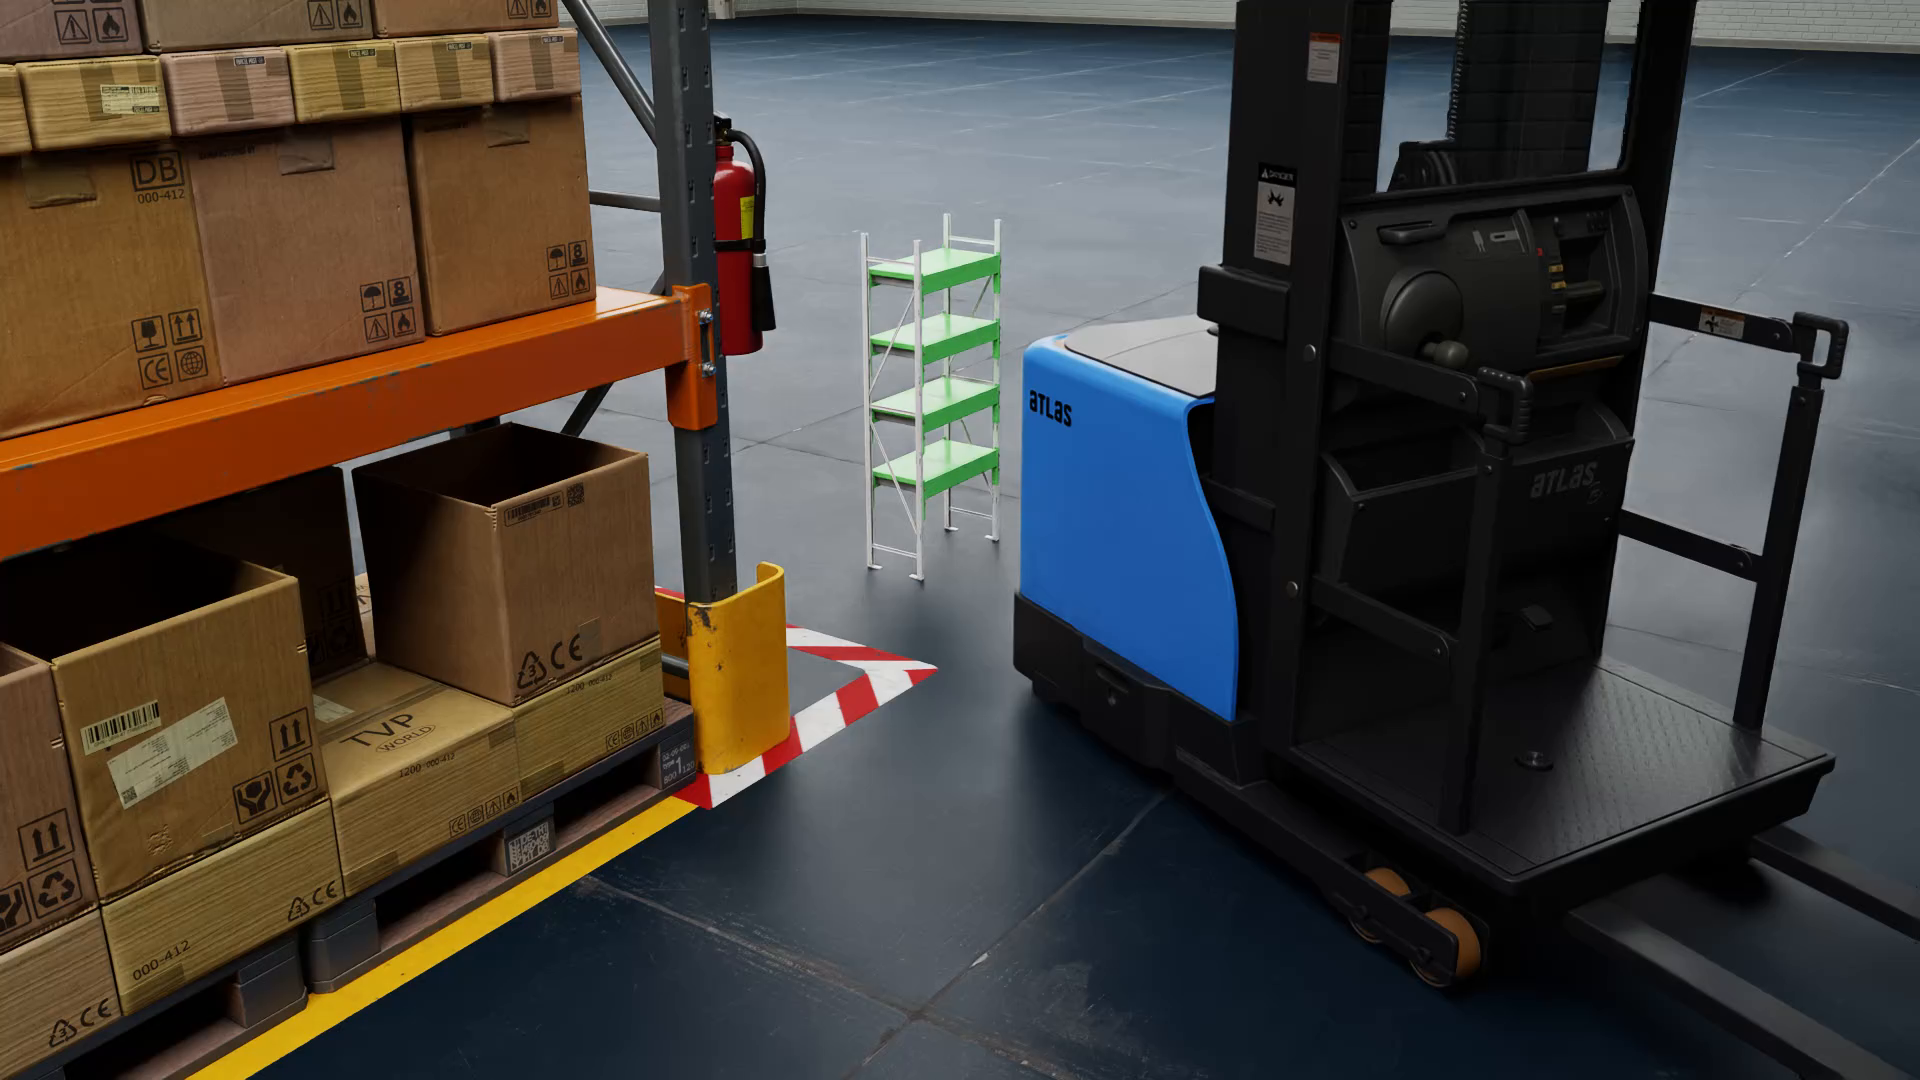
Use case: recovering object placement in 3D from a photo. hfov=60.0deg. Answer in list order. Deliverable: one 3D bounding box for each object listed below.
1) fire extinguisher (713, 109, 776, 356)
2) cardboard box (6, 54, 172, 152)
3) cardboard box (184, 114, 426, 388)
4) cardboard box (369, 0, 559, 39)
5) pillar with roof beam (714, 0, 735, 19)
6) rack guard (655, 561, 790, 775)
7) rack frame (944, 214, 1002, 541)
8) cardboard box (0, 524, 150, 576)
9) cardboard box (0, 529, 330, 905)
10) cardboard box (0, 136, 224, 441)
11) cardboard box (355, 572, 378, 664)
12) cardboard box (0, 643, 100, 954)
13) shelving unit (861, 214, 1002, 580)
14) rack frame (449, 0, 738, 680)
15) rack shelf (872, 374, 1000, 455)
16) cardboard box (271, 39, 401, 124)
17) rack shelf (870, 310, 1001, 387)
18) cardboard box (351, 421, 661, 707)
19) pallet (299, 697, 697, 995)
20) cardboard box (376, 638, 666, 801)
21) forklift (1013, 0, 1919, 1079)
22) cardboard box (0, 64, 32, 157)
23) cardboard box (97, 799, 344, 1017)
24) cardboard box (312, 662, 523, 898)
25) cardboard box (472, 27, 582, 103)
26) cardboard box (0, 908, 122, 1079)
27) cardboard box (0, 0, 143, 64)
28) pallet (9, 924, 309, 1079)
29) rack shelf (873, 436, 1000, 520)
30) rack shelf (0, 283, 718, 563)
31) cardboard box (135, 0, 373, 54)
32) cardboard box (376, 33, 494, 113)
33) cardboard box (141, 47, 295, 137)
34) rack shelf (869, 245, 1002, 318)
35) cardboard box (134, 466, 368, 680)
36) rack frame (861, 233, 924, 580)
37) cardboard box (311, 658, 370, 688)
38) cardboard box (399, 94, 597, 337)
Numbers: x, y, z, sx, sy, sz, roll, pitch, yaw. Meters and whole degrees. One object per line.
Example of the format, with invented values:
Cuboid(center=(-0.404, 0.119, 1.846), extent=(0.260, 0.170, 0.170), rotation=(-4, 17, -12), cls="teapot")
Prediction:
Cuboid(center=(-0.603, -0.821, 4.272), extent=(0.296, 0.674, 0.183), rotation=(13, 24, 32), cls="fire extinguisher")
Cuboid(center=(-1.691, -0.822, 3.085), extent=(0.380, 0.149, 0.250), rotation=(14, 25, 33), cls="cardboard box")
Cuboid(center=(-1.618, -0.678, 3.629), extent=(0.700, 0.500, 0.500), rotation=(14, 24, 33), cls="cardboard box")
Cuboid(center=(-1.357, -1.422, 3.772), extent=(0.700, 0.500, 0.500), rotation=(13, 24, 32), cls="cardboard box")
Cuboid(center=(-2.260, -16.304, 37.371), extent=(9.100, 9.000, 0.400), rotation=(13, 24, 32), cls="pillar with roof beam")
Cuboid(center=(-1.041, 0.252, 4.864), extent=(1.175, 0.500, 0.348), rotation=(13, 24, 32), cls="rack guard")
Cuboid(center=(0.044, -0.585, 6.118), extent=(0.240, 1.200, 0.015), rotation=(13, 24, 32), cls="rack frame")
Cuboid(center=(-2.089, 0.228, 3.603), extent=(0.500, 0.500, 0.500), rotation=(13, 24, 32), cls="cardboard box")
Cuboid(center=(-1.659, 0.329, 3.329), extent=(0.500, 0.500, 0.500), rotation=(13, 24, 32), cls="cardboard box")
Cuboid(center=(-1.902, -0.536, 3.247), extent=(0.700, 0.500, 0.500), rotation=(13, 24, 32), cls="cardboard box")
Cuboid(center=(-1.540, 0.289, 4.517), extent=(0.500, 0.250, 0.500), rotation=(13, 24, 32), cls="cardboard box")
Cuboid(center=(-1.942, 0.472, 2.942), extent=(0.500, 0.500, 0.500), rotation=(13, 24, 32), cls="cardboard box")
Cuboid(center=(-0.093, -0.515, 5.928), extent=(0.258, 1.200, 0.503), rotation=(13, 24, 32), cls="shelving unit")
Cuboid(center=(-1.054, -0.914, 4.411), extent=(1.000, 3.000, 0.127), rotation=(13, 24, 32), cls="rack frame")
Cuboid(center=(-0.093, -0.455, 5.951), extent=(0.258, 0.148, 0.480), rotation=(13, 24, 32), cls="rack shelf")
Cuboid(center=(-1.401, -0.969, 3.482), extent=(0.380, 0.149, 0.250), rotation=(13, 24, 31), cls="cardboard box")
Cuboid(center=(-0.093, -0.680, 5.867), extent=(0.258, 0.148, 0.480), rotation=(13, 24, 32), cls="rack shelf")
Cuboid(center=(-1.109, 0.039, 4.113), extent=(0.500, 0.500, 0.500), rotation=(13, 24, 32), cls="cardboard box")
Cuboid(center=(-1.449, 0.622, 4.280), extent=(1.003, 0.211, 1.213), rotation=(13, 24, 32), cls="pallet")
Cuboid(center=(-1.111, 0.390, 4.244), extent=(0.500, 0.250, 0.500), rotation=(13, 24, 32), cls="cardboard box")
Cuboid(center=(1.342, -0.583, 3.617), extent=(1.130, 2.935, 3.031), rotation=(-12, 23, -28), cls="forklift")
Cuboid(center=(-1.838, -0.746, 2.879), extent=(0.380, 0.149, 0.250), rotation=(14, 25, 33), cls="cardboard box")
Cuboid(center=(-1.662, 0.680, 3.461), extent=(0.500, 0.250, 0.500), rotation=(13, 24, 32), cls="cardboard box")
Cuboid(center=(-1.382, 0.536, 3.850), extent=(0.500, 0.250, 0.500), rotation=(13, 24, 32), cls="cardboard box")
Cuboid(center=(-1.111, -1.118, 3.885), extent=(0.380, 0.149, 0.250), rotation=(13, 24, 31), cls="cardboard box")
Cuboid(center=(-1.944, 0.823, 3.074), extent=(0.500, 0.250, 0.500), rotation=(13, 24, 32), cls="cardboard box")
Cuboid(center=(-1.931, -1.126, 2.970), extent=(0.700, 0.500, 0.500), rotation=(13, 24, 32), cls="cardboard box")
Cuboid(center=(-2.136, 0.970, 3.337), extent=(1.003, 0.211, 1.213), rotation=(13, 24, 32), cls="pallet")
Cuboid(center=(-0.093, -0.230, 6.034), extent=(0.258, 0.148, 0.480), rotation=(13, 24, 32), cls="rack shelf")
Cuboid(center=(-2.178, -0.002, 2.985), extent=(1.077, 0.370, 4.000), rotation=(13, 24, 32), cls="rack shelf")
Cuboid(center=(-1.648, -1.270, 3.362), extent=(0.700, 0.500, 0.500), rotation=(13, 24, 30), cls="cardboard box")
Cuboid(center=(-1.257, -1.043, 3.681), extent=(0.380, 0.149, 0.250), rotation=(14, 24, 33), cls="cardboard box")
Cuboid(center=(-1.544, -0.897, 3.288), extent=(0.380, 0.149, 0.250), rotation=(14, 24, 33), cls="cardboard box")
Cuboid(center=(-0.093, -0.906, 5.784), extent=(0.258, 0.148, 0.480), rotation=(13, 24, 32), cls="rack shelf")
Cuboid(center=(-1.819, 0.082, 3.998), extent=(0.500, 0.500, 0.500), rotation=(13, 24, 32), cls="cardboard box")
Cuboid(center=(-0.230, -0.445, 5.739), extent=(0.240, 1.200, 0.015), rotation=(13, 24, 32), cls="rack frame")
Cuboid(center=(-1.818, 0.434, 4.127), extent=(0.500, 0.250, 0.500), rotation=(13, 24, 32), cls="cardboard box")
Cuboid(center=(-1.327, -0.829, 4.039), extent=(0.700, 0.500, 0.500), rotation=(13, 24, 32), cls="cardboard box")
